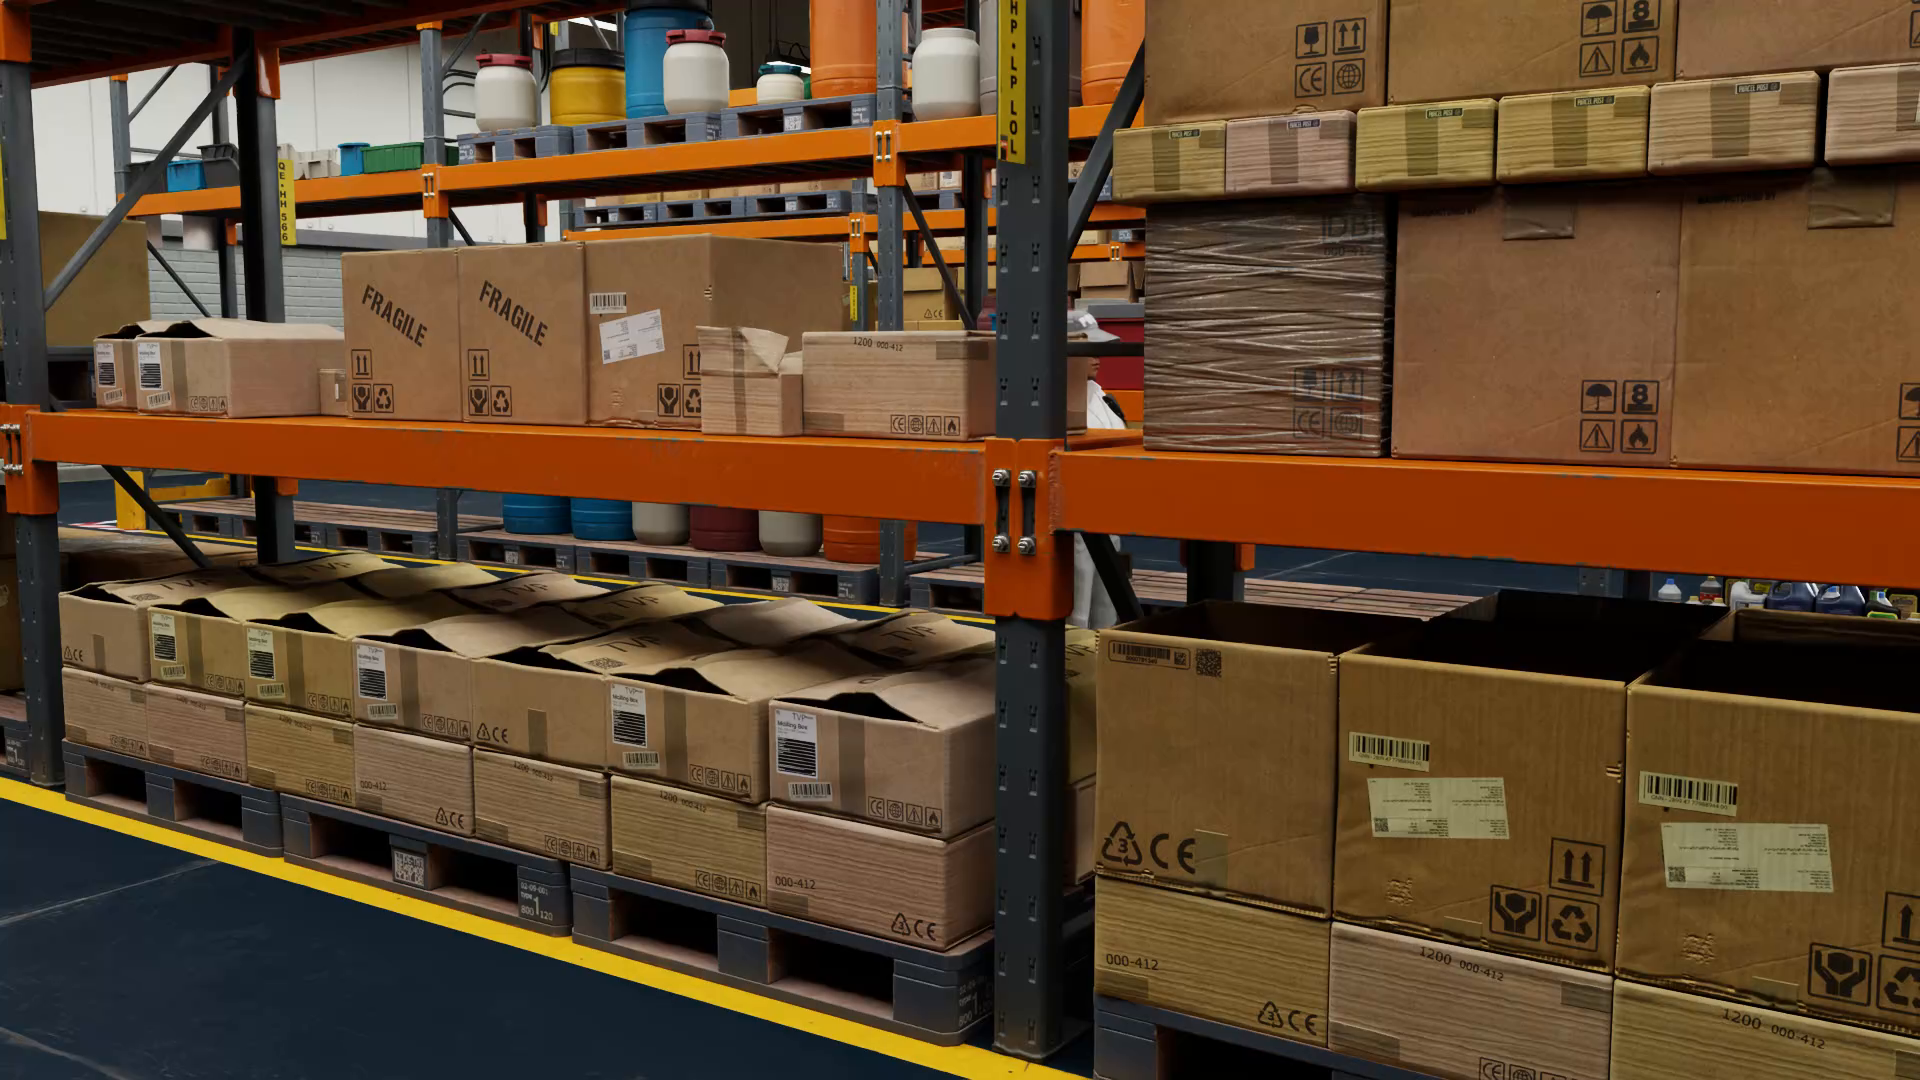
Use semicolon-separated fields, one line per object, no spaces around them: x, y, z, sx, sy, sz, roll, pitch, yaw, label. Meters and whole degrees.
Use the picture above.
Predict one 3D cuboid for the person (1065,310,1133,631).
0.431;-0.010;6.143;0.391;1.662;0.466;5;8;35;person
